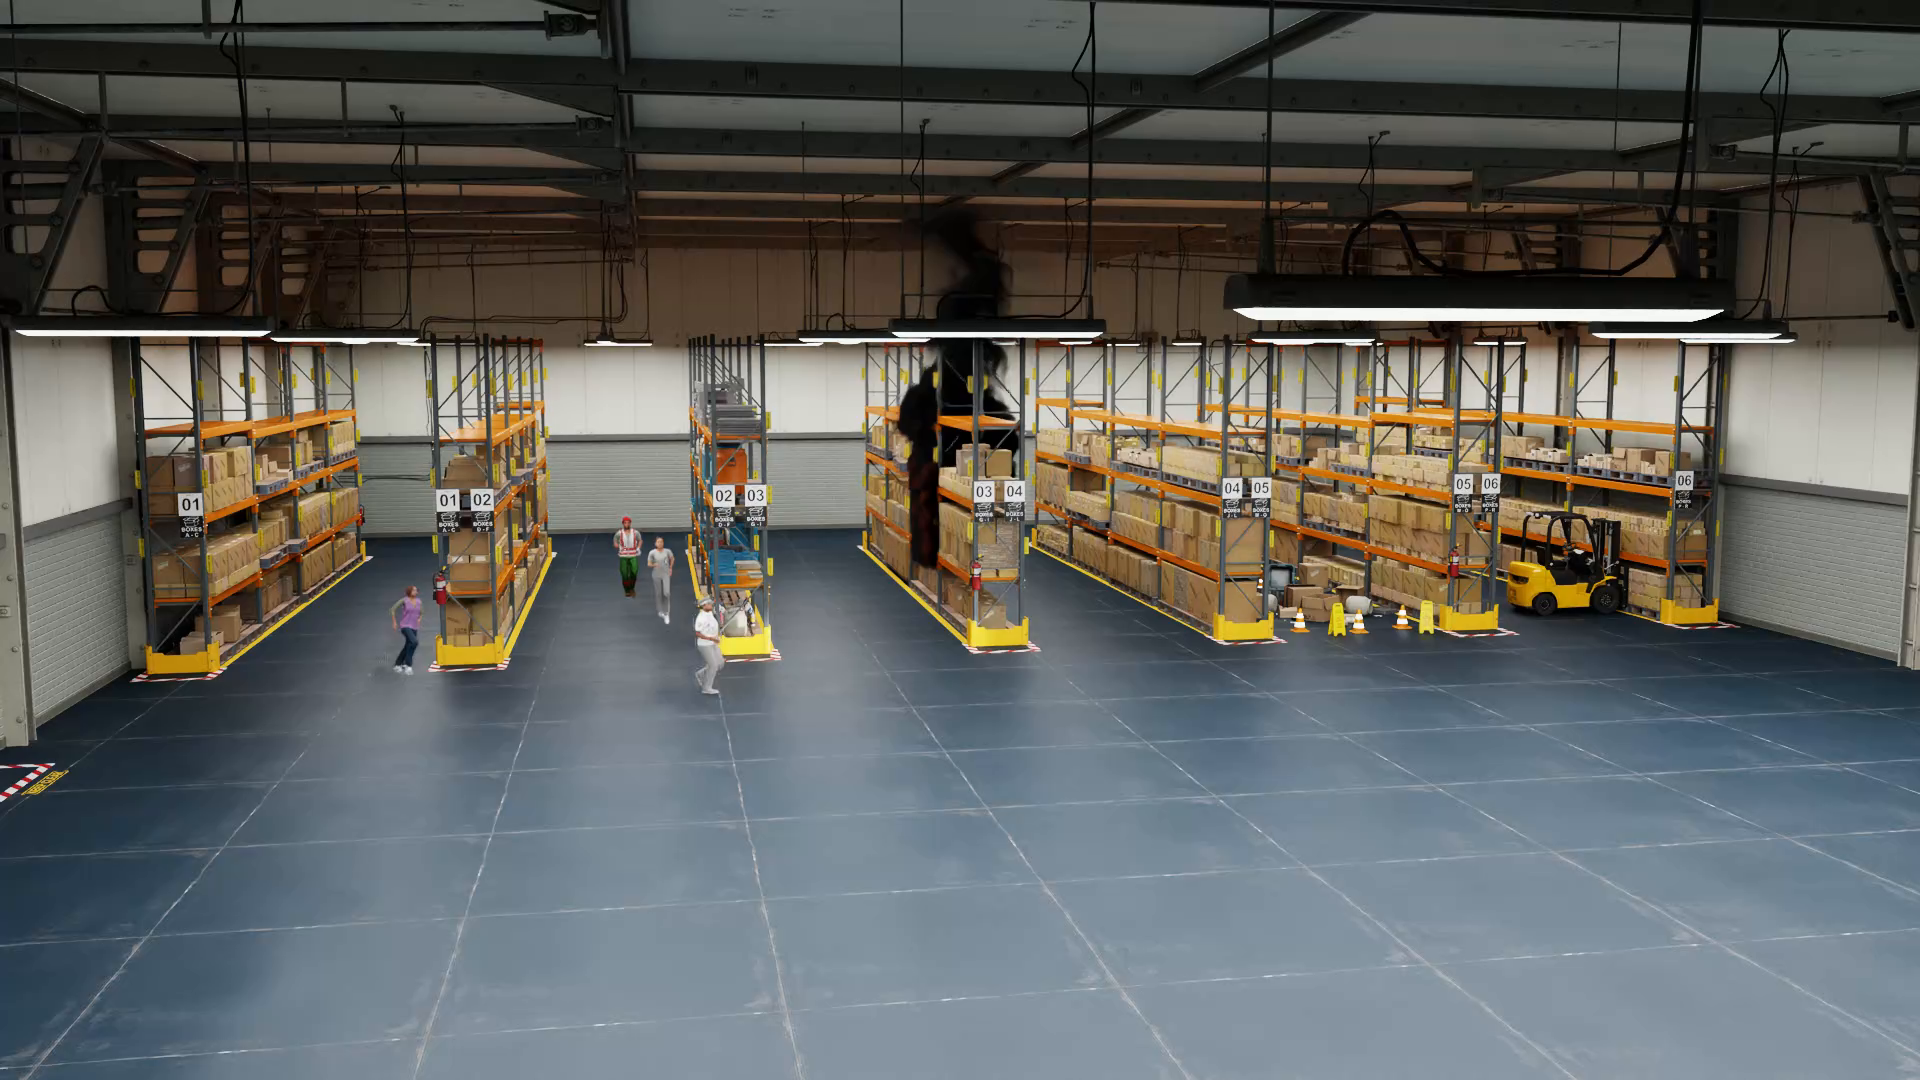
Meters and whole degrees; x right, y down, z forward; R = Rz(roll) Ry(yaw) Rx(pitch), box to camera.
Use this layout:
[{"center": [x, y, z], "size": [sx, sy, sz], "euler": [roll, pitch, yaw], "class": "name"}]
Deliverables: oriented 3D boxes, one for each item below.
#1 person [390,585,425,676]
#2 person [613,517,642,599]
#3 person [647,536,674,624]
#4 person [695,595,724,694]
[{"center": [-9.706, 1.572, 29.375], "size": [0.636, 1.552, 0.529], "euler": [5, 8, 38], "class": "person"}, {"center": [-7.251, 0.398, 36.416], "size": [0.640, 1.808, 0.604], "euler": [-2, 7, -15], "class": "person"}, {"center": [-6.010, 0.798, 33.465], "size": [0.542, 1.763, 0.711], "euler": [-1, 7, -12], "class": "person"}, {"center": [-4.180, 1.736, 27.674], "size": [0.557, 1.651, 0.572], "euler": [2, 7, 17], "class": "person"}]
